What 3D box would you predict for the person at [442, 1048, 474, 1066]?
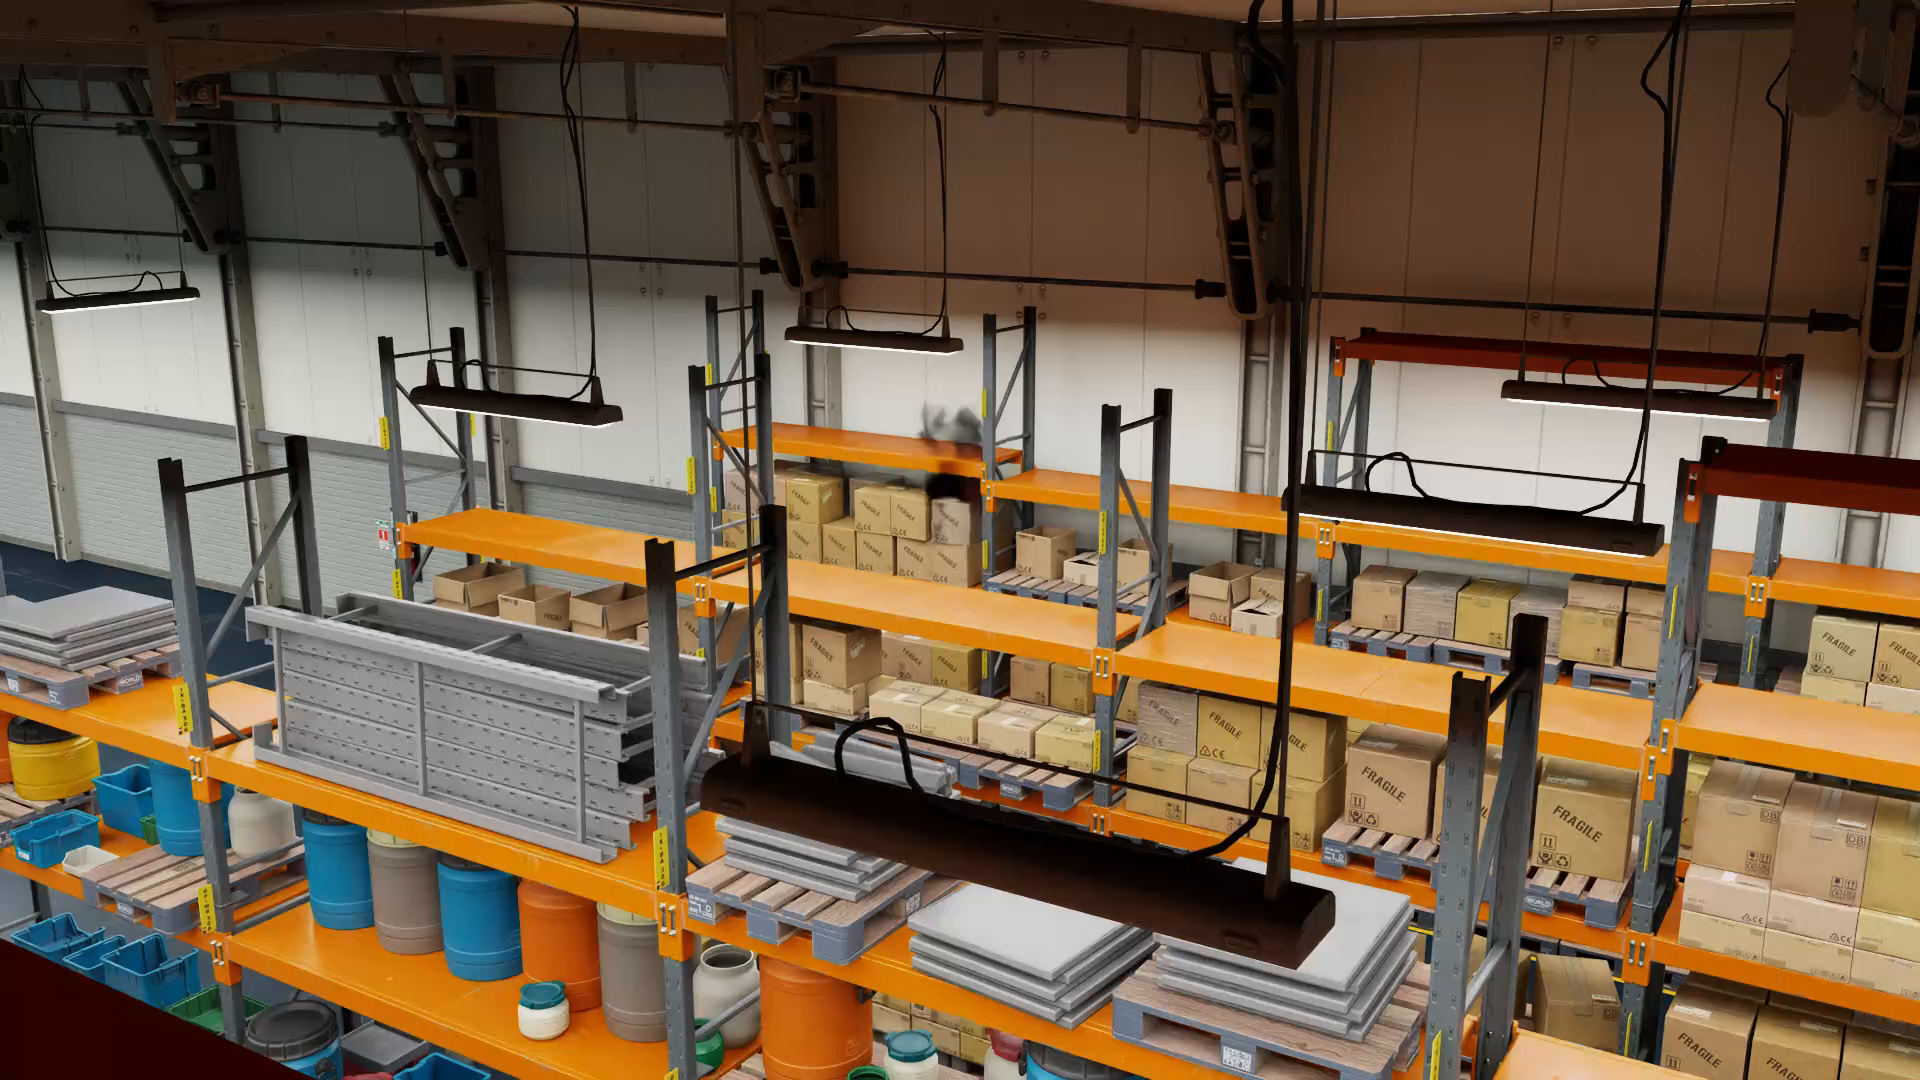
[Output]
[{"bbox_3d":[-3.961,4.062,13.409,0.752,1.628,0.571,9,17,33],"label":"person"}]
